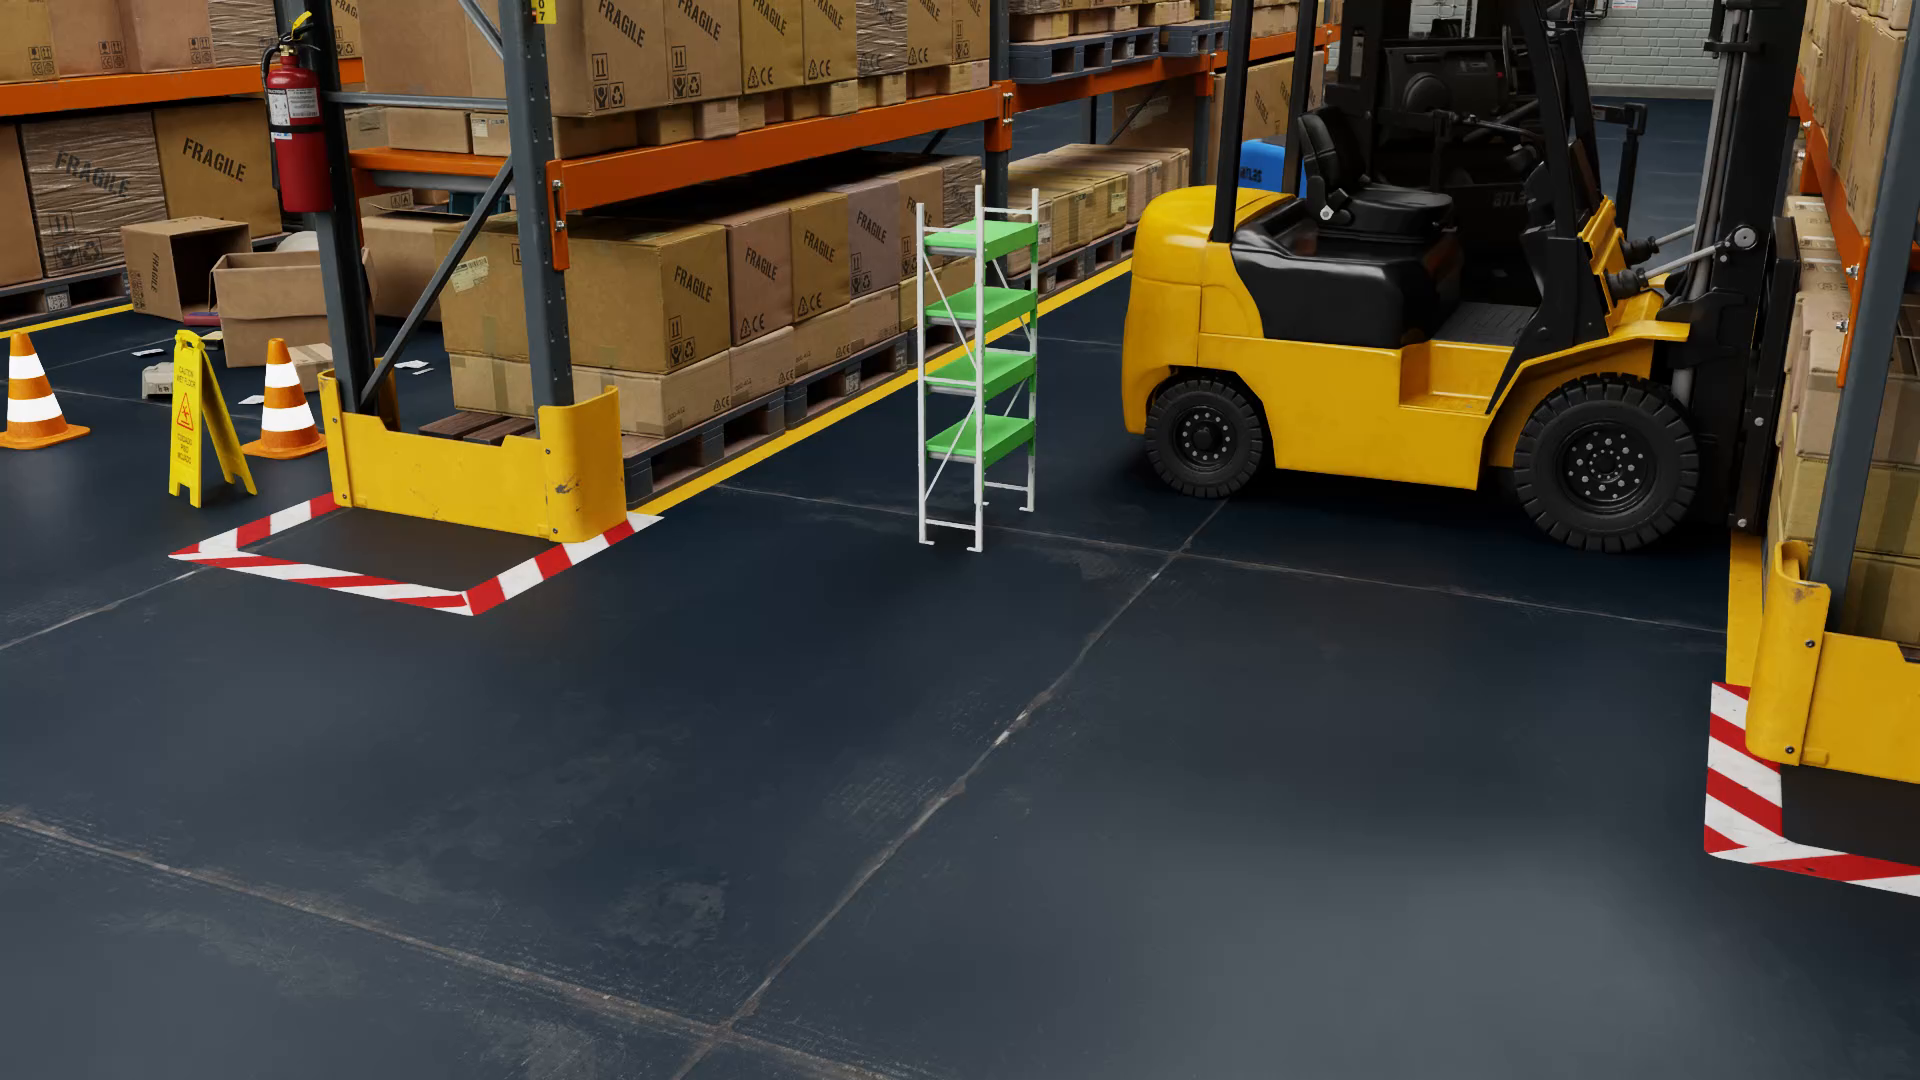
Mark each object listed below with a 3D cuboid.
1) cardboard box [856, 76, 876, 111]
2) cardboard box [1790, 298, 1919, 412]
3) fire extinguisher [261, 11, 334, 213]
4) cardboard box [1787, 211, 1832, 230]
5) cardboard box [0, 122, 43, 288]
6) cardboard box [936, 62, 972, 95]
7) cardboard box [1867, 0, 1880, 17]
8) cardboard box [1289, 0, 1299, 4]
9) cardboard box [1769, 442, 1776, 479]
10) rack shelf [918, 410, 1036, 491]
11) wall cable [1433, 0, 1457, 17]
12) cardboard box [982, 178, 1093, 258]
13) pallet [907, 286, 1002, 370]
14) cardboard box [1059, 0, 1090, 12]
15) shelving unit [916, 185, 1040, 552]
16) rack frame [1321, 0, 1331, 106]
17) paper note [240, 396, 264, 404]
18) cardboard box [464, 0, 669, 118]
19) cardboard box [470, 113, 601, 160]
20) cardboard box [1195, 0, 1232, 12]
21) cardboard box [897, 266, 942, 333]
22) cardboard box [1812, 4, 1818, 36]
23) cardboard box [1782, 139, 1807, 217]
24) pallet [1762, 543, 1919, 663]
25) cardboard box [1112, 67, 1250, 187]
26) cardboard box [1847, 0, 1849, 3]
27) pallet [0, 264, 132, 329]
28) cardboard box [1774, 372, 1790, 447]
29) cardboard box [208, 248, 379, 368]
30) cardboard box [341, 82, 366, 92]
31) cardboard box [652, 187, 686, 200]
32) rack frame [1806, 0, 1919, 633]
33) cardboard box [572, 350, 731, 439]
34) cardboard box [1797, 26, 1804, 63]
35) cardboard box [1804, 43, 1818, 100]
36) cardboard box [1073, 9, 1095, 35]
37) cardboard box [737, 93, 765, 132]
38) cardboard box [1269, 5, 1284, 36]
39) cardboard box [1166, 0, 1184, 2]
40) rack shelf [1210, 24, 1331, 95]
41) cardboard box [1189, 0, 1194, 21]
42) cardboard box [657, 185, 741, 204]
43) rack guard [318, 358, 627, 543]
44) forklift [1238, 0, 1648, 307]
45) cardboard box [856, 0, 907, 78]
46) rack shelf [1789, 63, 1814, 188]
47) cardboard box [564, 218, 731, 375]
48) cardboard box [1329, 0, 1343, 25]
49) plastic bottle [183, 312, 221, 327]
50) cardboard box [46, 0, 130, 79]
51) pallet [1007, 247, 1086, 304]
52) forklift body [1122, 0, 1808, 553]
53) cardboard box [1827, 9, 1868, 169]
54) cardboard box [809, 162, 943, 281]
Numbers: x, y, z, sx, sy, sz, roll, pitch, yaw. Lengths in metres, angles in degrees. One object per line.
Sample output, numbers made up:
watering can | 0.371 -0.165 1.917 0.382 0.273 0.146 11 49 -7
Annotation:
cardboard box | -0.612 -2.083 7.724 0.380 0.149 0.250 8 21 22
cardboard box | 2.787 -0.538 4.988 0.500 0.250 0.500 9 21 24
fire extinguisher | -2.318 -1.495 5.813 0.296 0.674 0.183 9 21 23
cardboard box | 3.614 -1.160 6.739 0.500 0.250 0.500 9 21 23
cardboard box | -5.833 -1.834 9.194 0.875 0.875 0.875 8 21 22
cardboard box | -0.163 -2.391 8.590 0.380 0.149 0.250 9 22 24
cardboard box | 3.068 -1.716 5.201 0.380 0.149 0.250 9 21 23
cardboard box | 2.700 -4.856 14.624 0.500 0.250 0.500 9 22 24
cardboard box | 3.201 -0.377 6.030 0.500 0.250 0.500 9 22 24
rack shelf | 0.068 -0.330 6.012 0.258 0.148 0.480 9 21 23
wall cable | 6.988 -8.615 24.154 0.585 1.953 0.123 9 21 23
cardboard box | 0.291 -2.067 10.600 0.950 0.372 0.625 10 22 26
pallet | -0.456 -1.202 9.035 1.003 0.211 1.213 9 21 23
cardboard box | 0.445 -3.369 9.745 0.500 0.500 0.500 9 21 23
shelving unit | 0.068 -0.616 5.910 0.258 1.200 0.503 9 21 23
rack frame | 3.063 -5.172 16.035 1.000 3.000 0.127 9 21 23
paper note | -3.280 -0.667 7.798 0.148 0.019 0.142 1 20 4
cardboard box | -1.404 -1.798 5.954 0.500 0.500 0.500 8 21 22
cardboard box | -1.523 -1.461 5.974 0.380 0.149 0.250 9 21 23
cardboard box | 1.858 -4.235 12.878 0.500 0.250 0.500 8 21 22
cardboard box | -0.419 -1.247 8.475 0.500 0.250 0.500 8 21 21
cardboard box | 4.703 -2.710 8.591 0.500 0.250 0.500 9 21 24
cardboard box | 5.687 -2.159 10.482 0.875 0.625 0.625 9 22 24
pallet | 2.954 0.251 4.949 1.003 0.211 1.213 9 21 23
cardboard box | 1.783 -3.346 13.444 0.875 0.875 0.875 8 21 22
cardboard box | 3.592 -2.110 6.307 0.380 0.149 0.250 9 21 24
pallet | -5.652 -1.465 9.773 1.003 0.211 1.213 9 21 23
cardboard box | 3.000 -0.466 5.533 0.500 0.250 0.500 8 21 21
cardboard box | -3.442 -1.212 8.625 0.797 0.503 0.637 -5 20 -15
cardboard box | -6.943 -4.985 18.054 1.225 0.875 0.875 9 21 23
cardboard box | -1.457 -1.624 7.448 0.380 0.149 0.250 10 22 25
rack frame | 2.679 -0.824 3.808 1.000 3.000 0.127 9 21 23
cardboard box | -1.269 -0.615 6.697 0.500 0.250 0.500 8 21 22
cardboard box | 5.550 -3.096 10.423 0.500 0.250 0.500 9 21 23
cardboard box | 4.485 -2.320 8.240 0.500 0.250 0.500 8 21 22
cardboard box | 0.601 -3.177 10.173 0.380 0.149 0.250 9 21 24
cardboard box | -1.029 -1.765 6.829 0.380 0.149 0.250 9 22 24
cardboard box | 2.468 -4.464 14.268 0.500 0.250 0.500 9 21 23
cardboard box | 1.291 -3.998 11.513 0.500 0.500 0.500 8 21 22
rack shelf | 2.244 -4.222 14.436 1.077 0.370 4.000 9 21 23
cardboard box | 1.461 -3.804 11.938 0.380 0.149 0.250 9 21 24
cardboard box | -1.337 -1.353 7.655 0.500 0.500 0.500 8 21 21
rack guard | -1.820 -0.349 6.204 1.175 0.500 0.348 9 21 23
forklift | 2.397 -2.029 7.300 1.130 2.935 3.031 -7 21 -18
cardboard box | -0.581 -2.426 7.721 0.500 0.500 0.500 9 22 24
rack shelf | 5.136 -2.319 9.086 1.077 0.370 4.000 9 21 23
cardboard box | -1.259 -0.975 6.592 0.500 0.500 0.500 8 21 21
cardboard box | 3.494 -5.327 16.321 0.500 0.500 0.500 9 22 24
plastic bottle | -4.209 -1.245 9.377 0.283 0.061 0.133 1 20 4
cardboard box | -5.444 -3.011 9.734 0.875 0.550 0.550 9 21 23
pallet | 0.104 -1.651 10.296 1.003 0.211 1.213 9 21 23
forklift body | 1.791 -1.254 6.284 2.313 2.155 1.214 9 21 23
cardboard box | 3.267 -1.526 5.635 0.500 0.500 0.500 9 21 23
cardboard box | -0.417 -1.609 8.373 0.500 0.500 0.500 9 21 24
